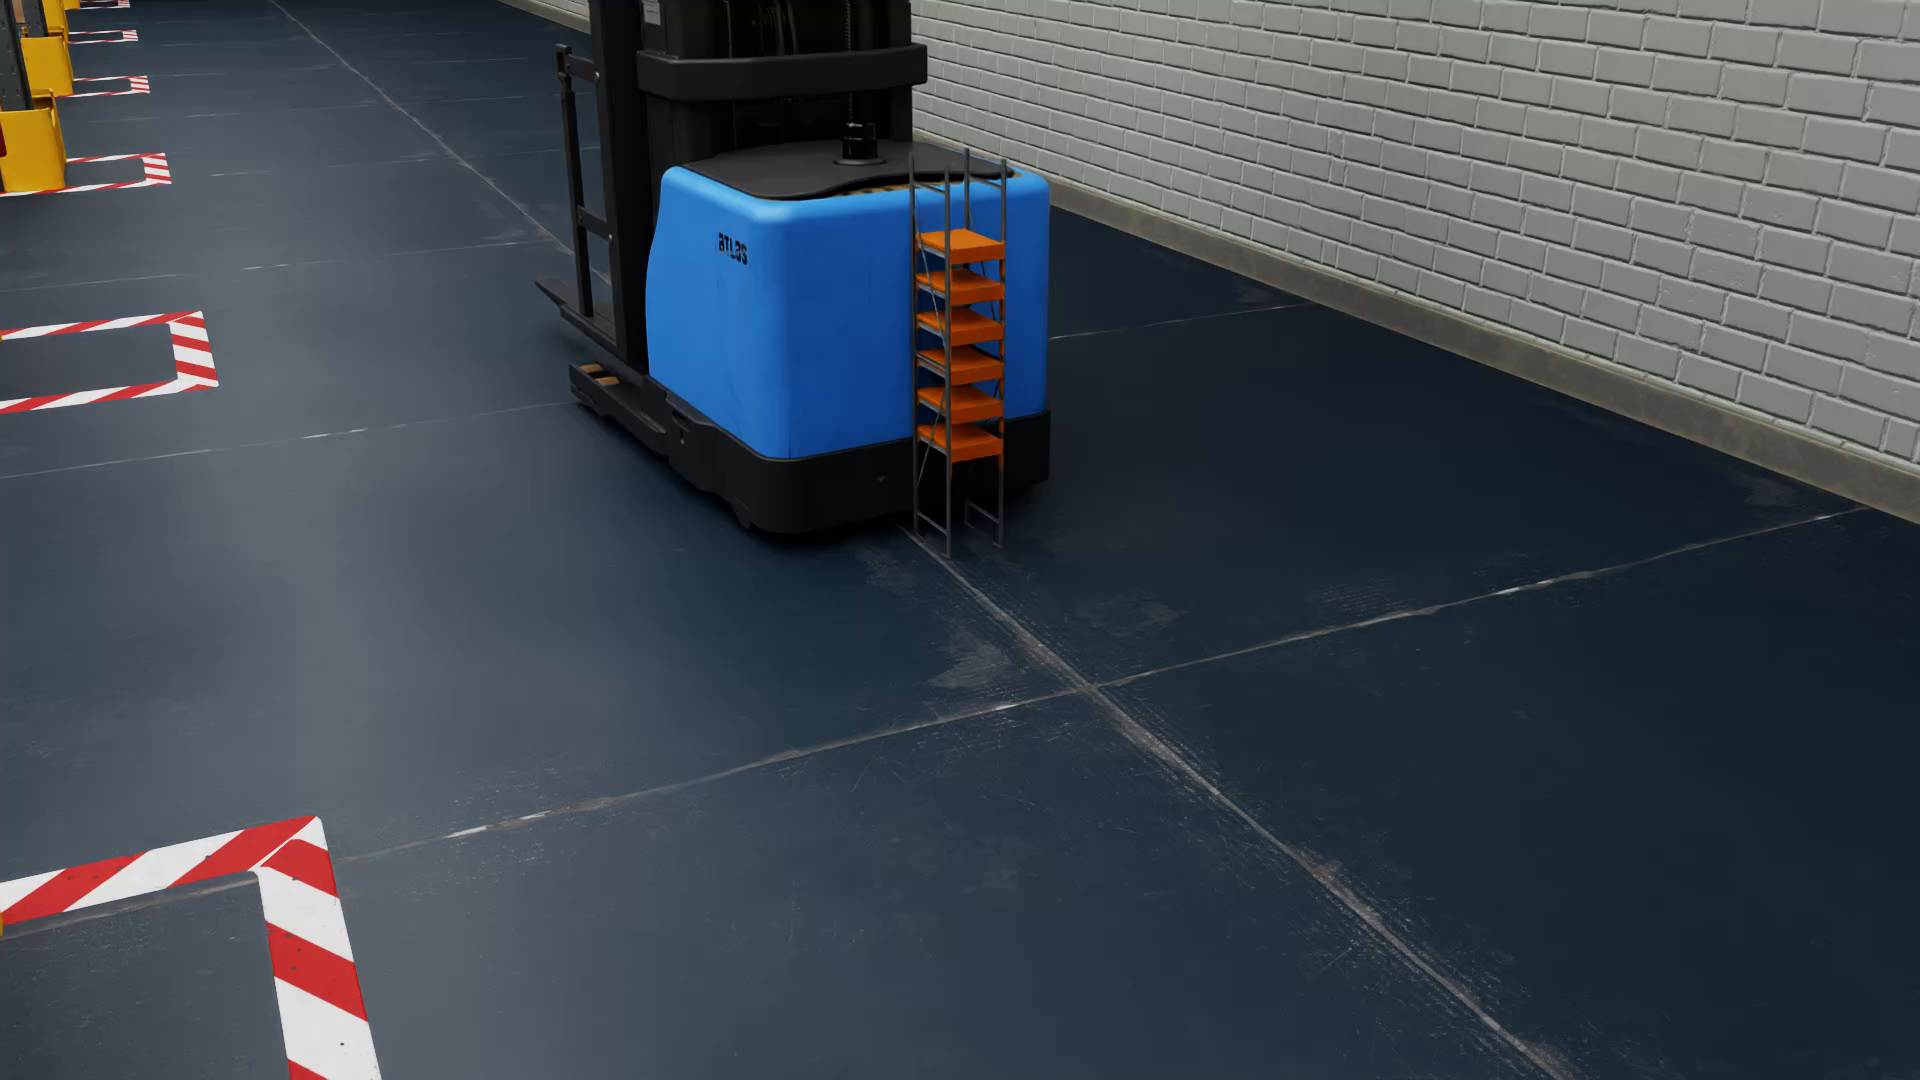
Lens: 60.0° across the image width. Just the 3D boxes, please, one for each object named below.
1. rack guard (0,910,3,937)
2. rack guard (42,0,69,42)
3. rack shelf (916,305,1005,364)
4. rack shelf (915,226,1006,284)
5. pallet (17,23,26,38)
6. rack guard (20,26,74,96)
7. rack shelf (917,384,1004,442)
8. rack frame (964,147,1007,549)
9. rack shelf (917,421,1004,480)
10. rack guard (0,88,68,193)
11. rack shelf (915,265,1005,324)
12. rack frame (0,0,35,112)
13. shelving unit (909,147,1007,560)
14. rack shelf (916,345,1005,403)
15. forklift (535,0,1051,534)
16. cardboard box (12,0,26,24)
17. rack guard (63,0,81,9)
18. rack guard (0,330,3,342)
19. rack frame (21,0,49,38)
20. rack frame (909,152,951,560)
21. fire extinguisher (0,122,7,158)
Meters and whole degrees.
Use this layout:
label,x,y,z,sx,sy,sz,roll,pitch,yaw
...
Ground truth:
label,x,y,z,sx,sy,sz,roll,pitch,yaw
rack guard,-1.876,0.751,2.783,0.348,0.500,1.175,-10,25,-24
rack guard,-10.557,-6.063,19.243,0.348,0.500,1.175,-10,25,-24
rack shelf,-0.007,-0.619,4.979,0.180,0.103,0.258,-12,25,-26
rack shelf,-0.008,-0.841,4.887,0.180,0.103,0.258,-12,25,-26
pallet,-11.275,-5.797,18.978,1.213,0.211,1.003,-10,25,-24
rack guard,-8.328,-4.376,15.168,0.348,0.500,1.175,-10,25,-24
rack shelf,-0.007,-0.397,5.071,0.180,0.103,0.258,-12,25,-26
rack frame,0.073,-0.566,5.048,0.006,1.200,0.240,-12,25,-26
rack shelf,-0.007,-0.286,5.117,0.180,0.103,0.258,-12,25,-26
rack guard,-6.174,-2.665,11.034,0.348,0.500,1.175,-10,25,-24
rack shelf,-0.007,-0.730,4.933,0.180,0.103,0.258,-12,25,-26
rack frame,-6.195,-3.816,10.546,0.127,3.000,1.000,-10,25,-24
shelving unit,-0.007,-0.549,5.008,0.189,1.200,0.258,-12,25,-26
rack shelf,-0.007,-0.508,5.025,0.180,0.103,0.258,-12,25,-26
forklift,-0.873,-1.892,5.989,1.130,2.935,3.031,-12,26,-28
cardboard box,-10.872,-6.104,18.766,0.500,0.500,0.500,-10,25,-24
rack guard,-12.619,-7.786,23.405,0.348,0.500,1.175,-10,25,-24
rack guard,-4.204,-0.922,6.824,0.348,0.500,1.175,-10,25,-24
rack frame,-8.344,-5.523,14.670,0.127,3.000,1.000,-10,25,-24
rack frame,-0.088,-0.532,4.967,0.006,1.200,0.240,-12,25,-26
fire extinguisher,-3.708,-1.764,6.179,0.183,0.674,0.296,-10,25,-24
